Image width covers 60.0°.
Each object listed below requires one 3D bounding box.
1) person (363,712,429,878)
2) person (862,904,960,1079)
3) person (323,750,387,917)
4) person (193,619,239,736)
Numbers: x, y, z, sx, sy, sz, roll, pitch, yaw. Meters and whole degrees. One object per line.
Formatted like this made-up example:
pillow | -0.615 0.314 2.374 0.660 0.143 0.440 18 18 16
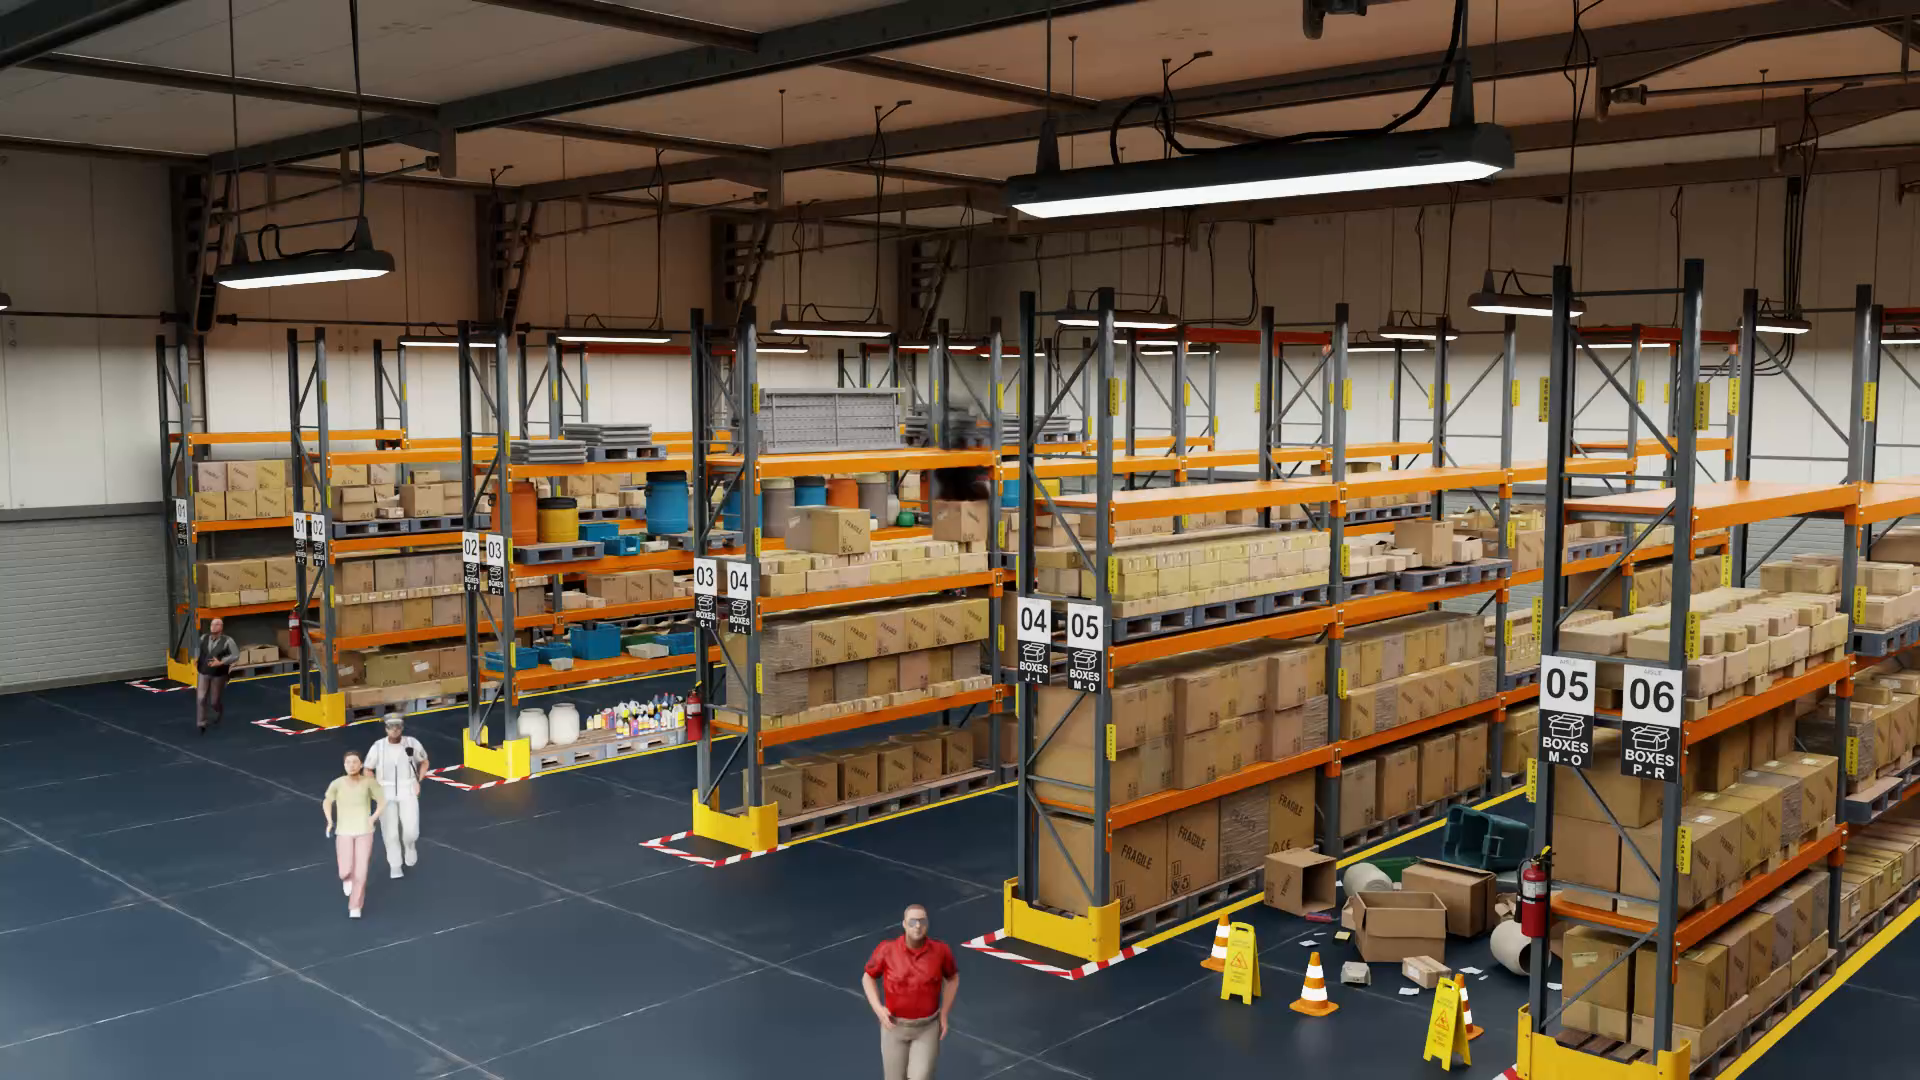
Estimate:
person | -5.903 2.662 17.438 0.658 1.733 0.598 -2 6 -19
person | -0.326 3.284 11.199 0.657 1.714 0.703 0 5 -3
person | -5.884 2.849 16.191 0.594 1.621 0.558 -2 6 -17
person | -11.092 2.015 24.821 0.694 1.703 0.826 0 5 -2
